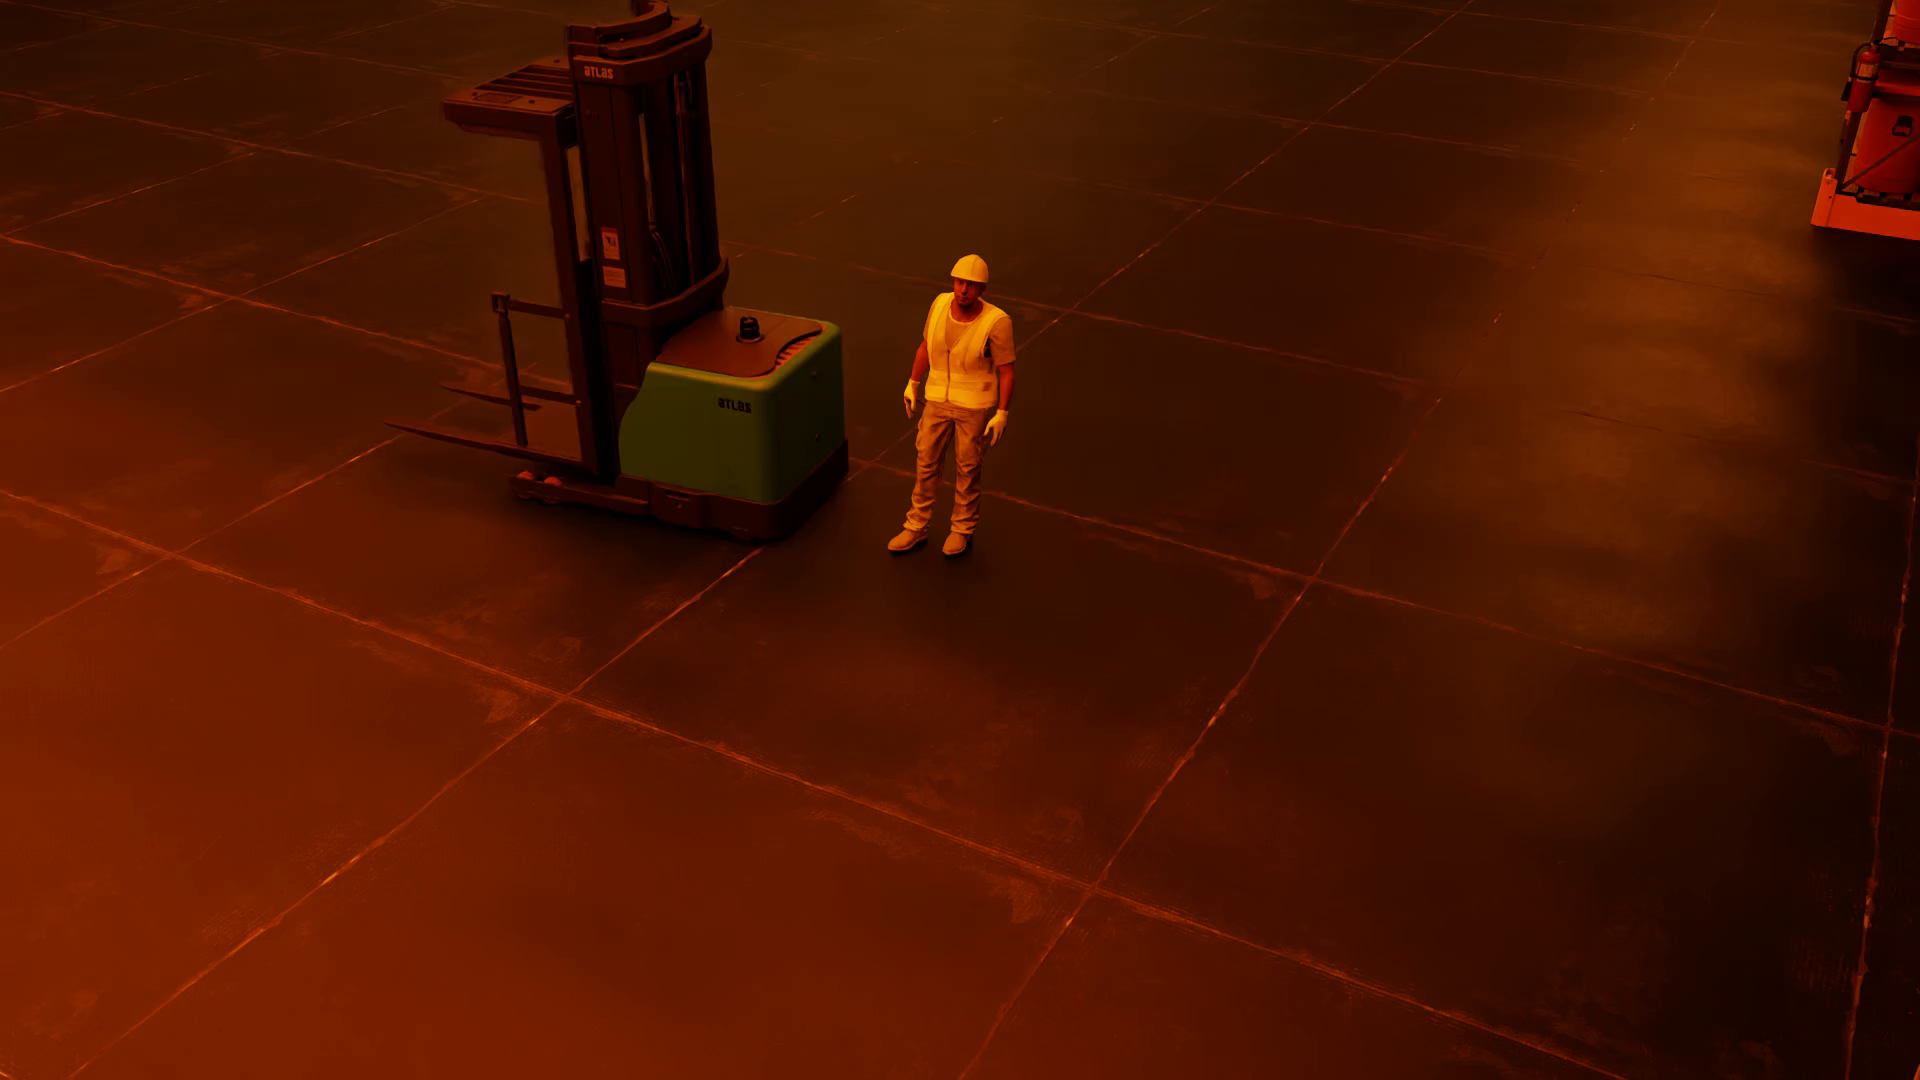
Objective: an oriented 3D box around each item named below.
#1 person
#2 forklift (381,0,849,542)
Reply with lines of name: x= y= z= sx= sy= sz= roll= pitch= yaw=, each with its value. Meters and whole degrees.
person: x=-0.042 y=-0.750 z=9.503 sx=0.656 sy=1.782 sz=0.577 roll=15 pitch=33 yaw=25
forklift: x=-2.277 y=-1.724 z=10.058 sx=3.031 sy=2.935 sz=1.130 roll=12 pitch=32 yaw=19
